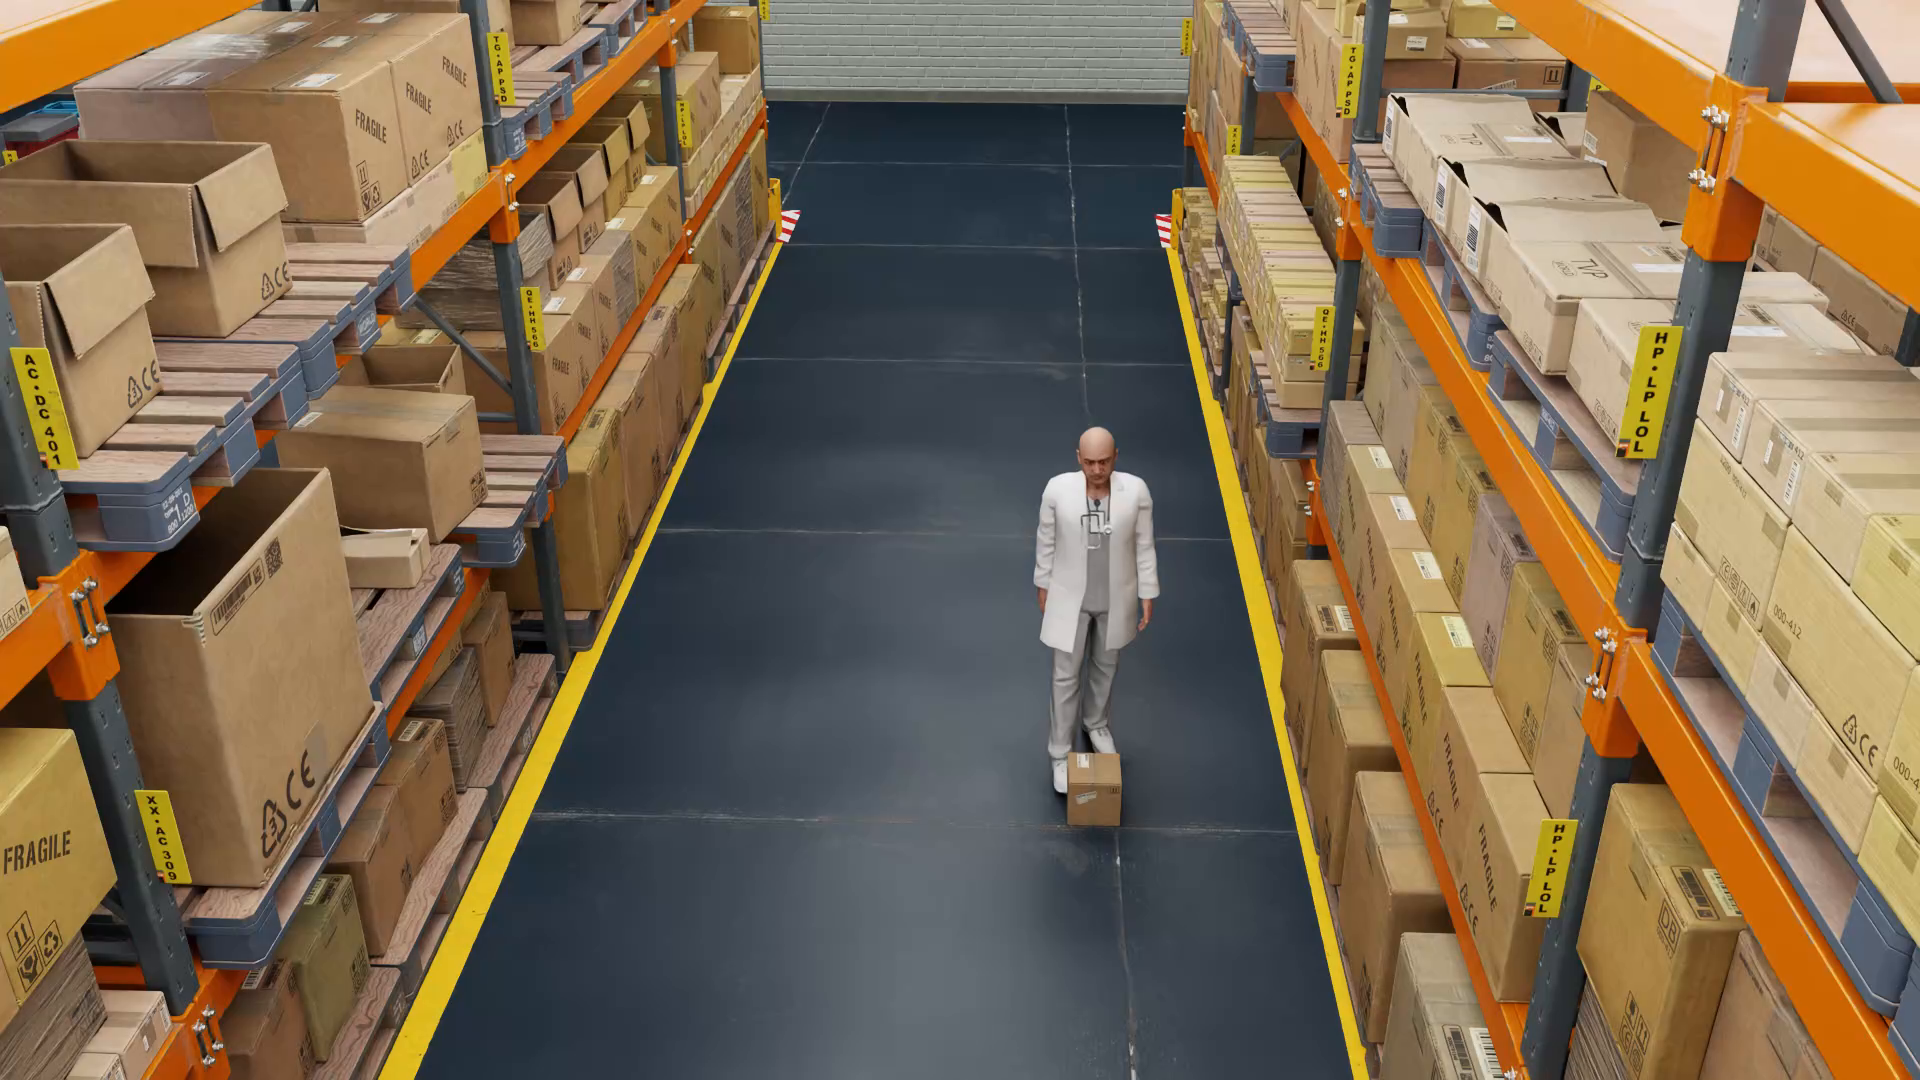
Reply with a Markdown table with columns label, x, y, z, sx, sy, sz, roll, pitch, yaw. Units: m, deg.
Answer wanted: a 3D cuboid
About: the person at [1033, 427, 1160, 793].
| label | x | y | z | sx | sy | sz | roll | pitch | yaw |
| --- | --- | --- | --- | --- | --- | --- | --- | --- | --- |
| person | 0.677 | 0.328 | 7.986 | 0.602 | 1.771 | 0.703 | -2 | 28 | -3 |
